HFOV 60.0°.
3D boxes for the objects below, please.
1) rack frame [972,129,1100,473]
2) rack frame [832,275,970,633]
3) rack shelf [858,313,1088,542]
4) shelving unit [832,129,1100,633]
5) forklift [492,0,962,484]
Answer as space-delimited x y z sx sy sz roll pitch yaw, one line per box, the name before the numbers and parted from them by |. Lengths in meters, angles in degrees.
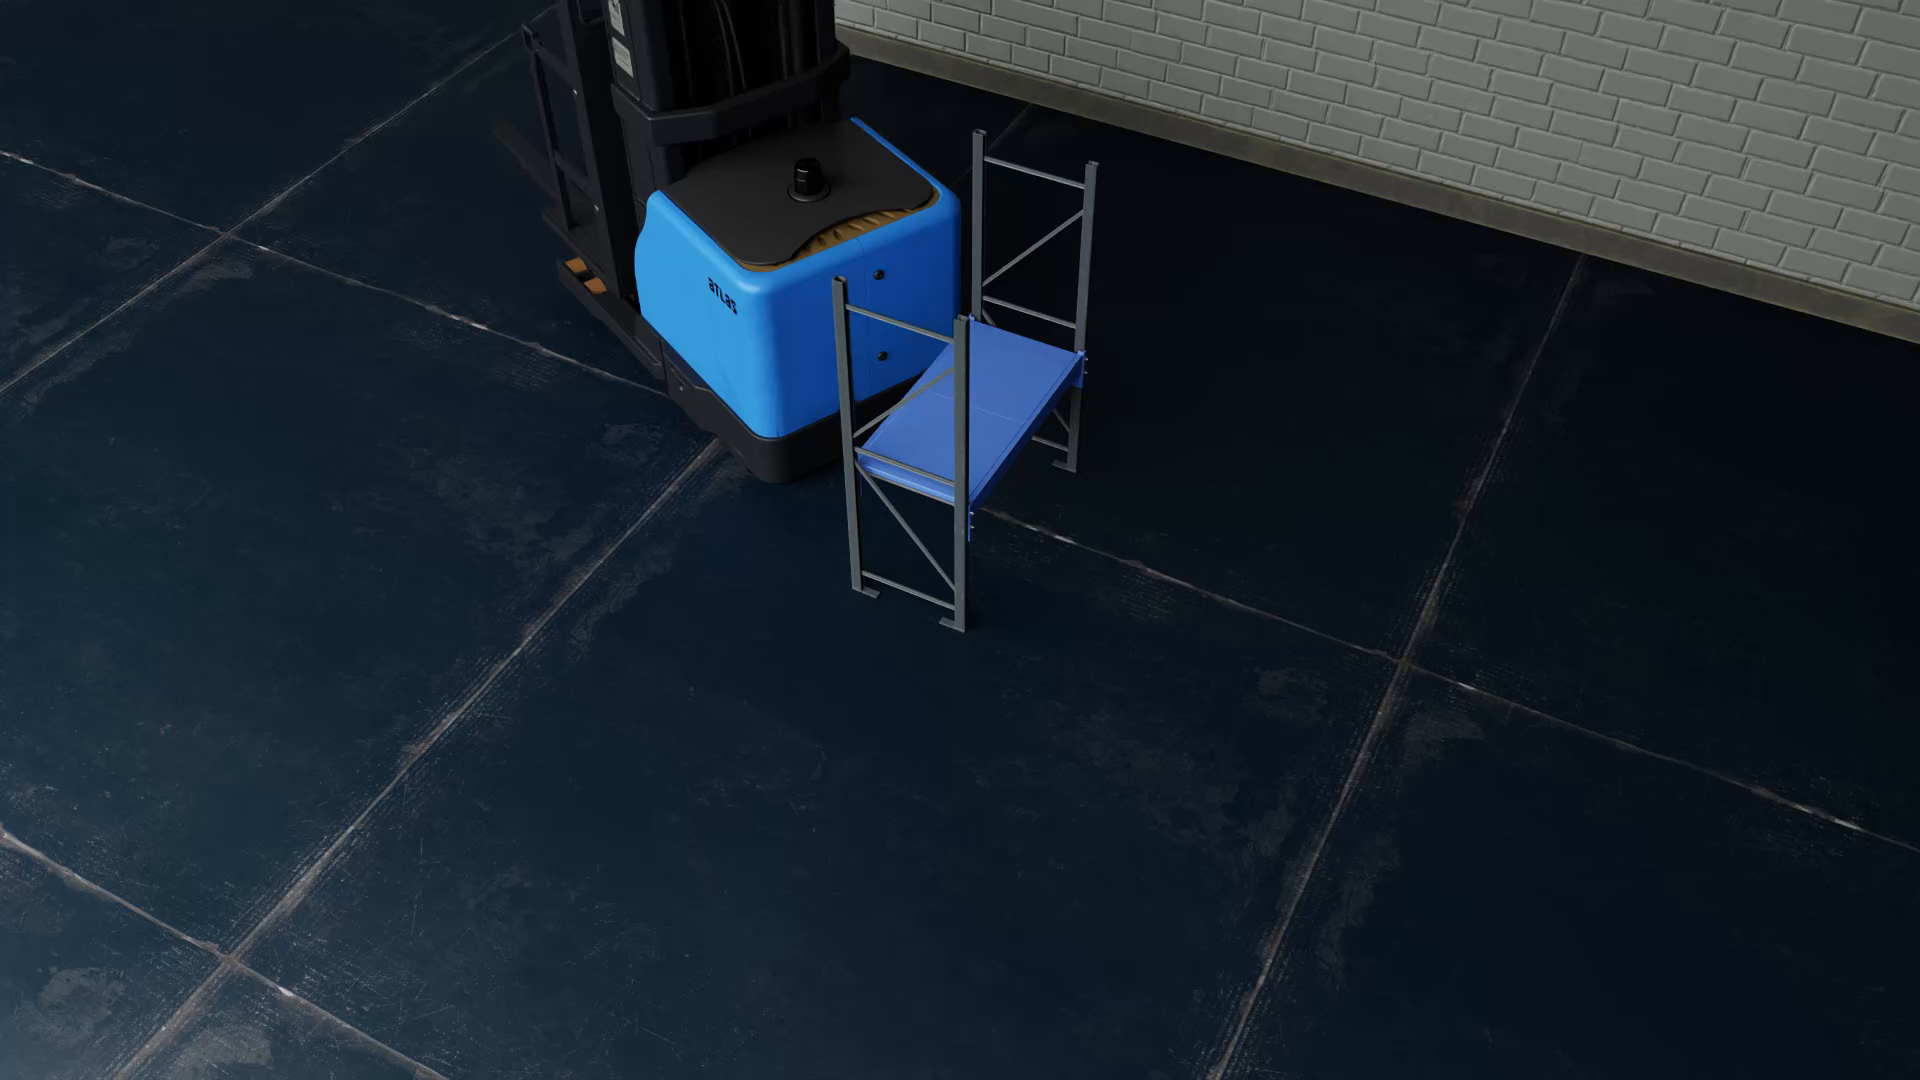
rack frame | 0.276 -0.901 6.586 0.500 1.500 0.032 20 49 19
rack frame | -0.196 -0.261 5.953 0.500 1.500 0.032 20 49 19
rack shelf | 0.040 -0.455 6.398 0.538 0.185 1.000 20 49 19
shelving unit | 0.040 -0.581 6.270 0.538 1.500 1.048 20 49 19
forklift | -1.248 -2.273 6.936 1.130 2.935 3.031 -27 51 -24
